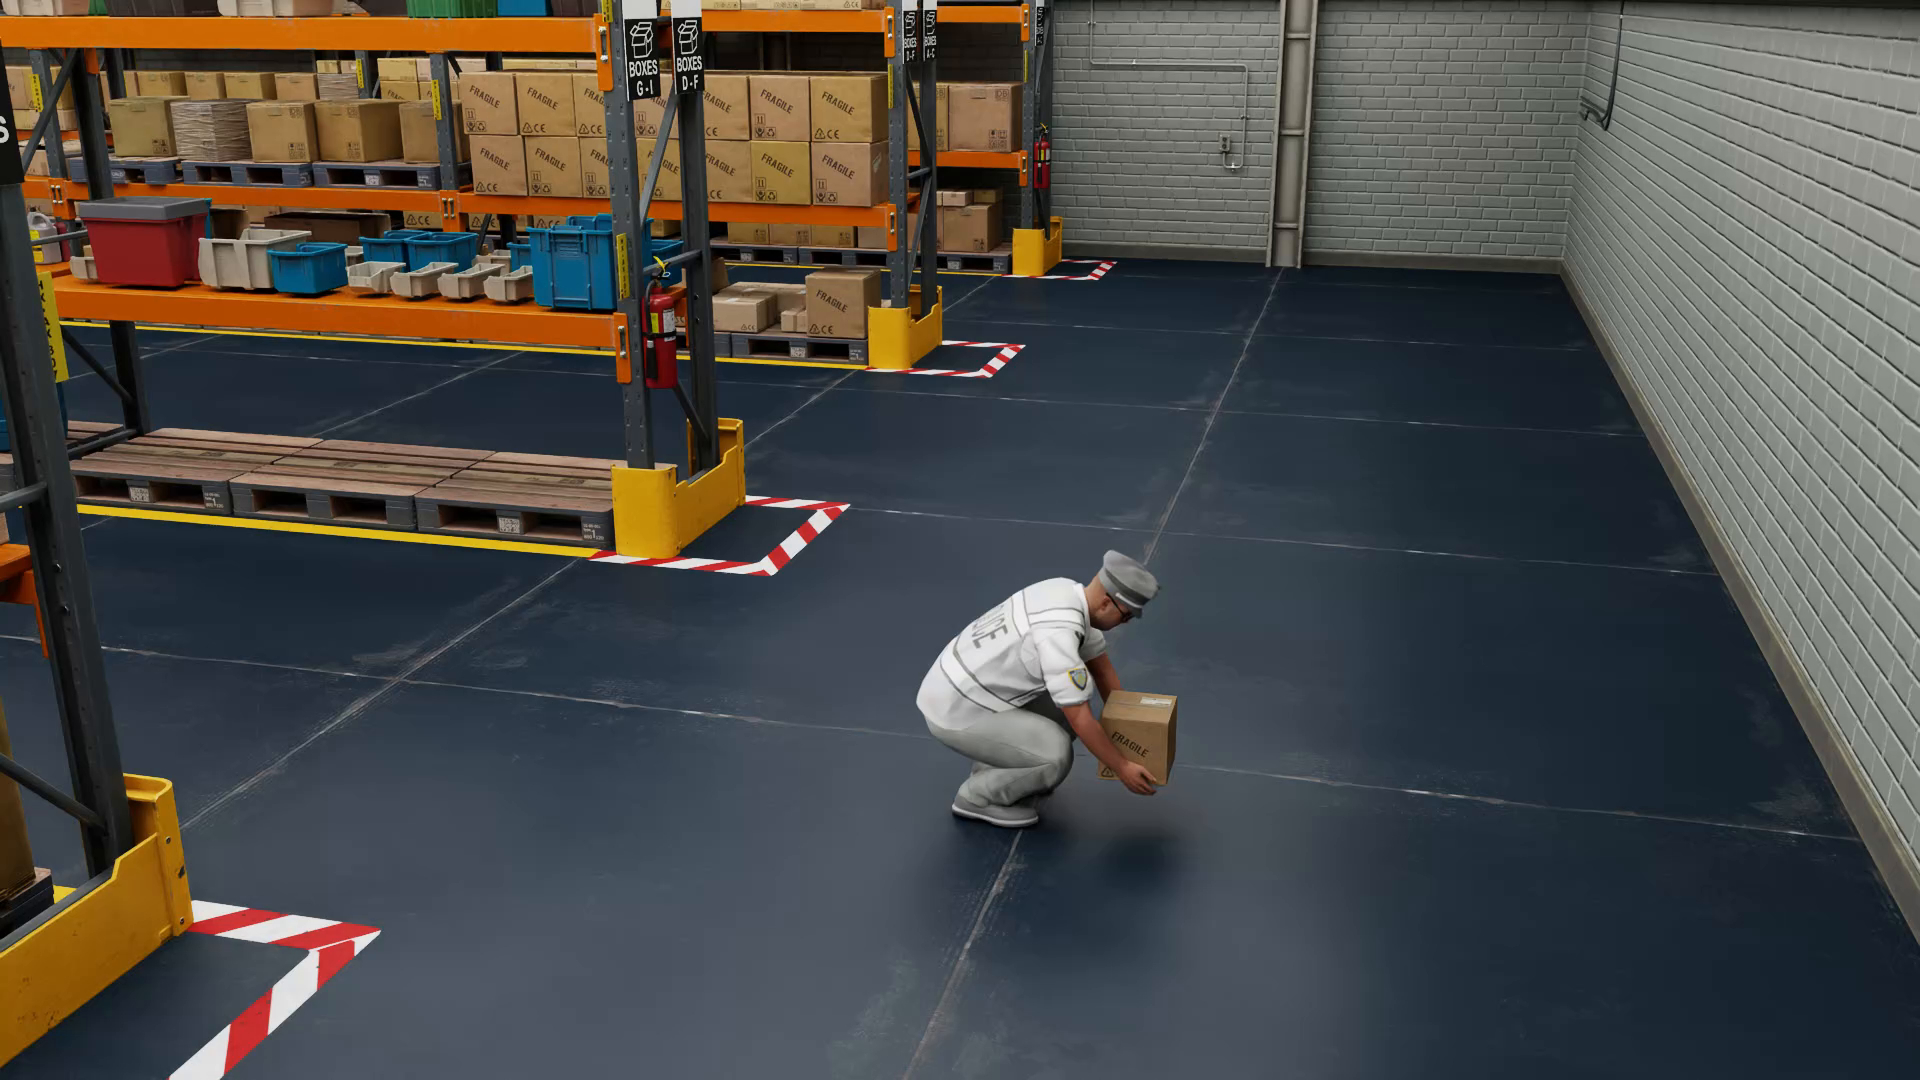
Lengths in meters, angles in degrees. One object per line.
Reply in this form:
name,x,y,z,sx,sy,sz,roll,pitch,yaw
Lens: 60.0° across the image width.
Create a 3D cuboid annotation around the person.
person,0.305,0.530,6.143,0.907,1.009,0.556,5,19,14
